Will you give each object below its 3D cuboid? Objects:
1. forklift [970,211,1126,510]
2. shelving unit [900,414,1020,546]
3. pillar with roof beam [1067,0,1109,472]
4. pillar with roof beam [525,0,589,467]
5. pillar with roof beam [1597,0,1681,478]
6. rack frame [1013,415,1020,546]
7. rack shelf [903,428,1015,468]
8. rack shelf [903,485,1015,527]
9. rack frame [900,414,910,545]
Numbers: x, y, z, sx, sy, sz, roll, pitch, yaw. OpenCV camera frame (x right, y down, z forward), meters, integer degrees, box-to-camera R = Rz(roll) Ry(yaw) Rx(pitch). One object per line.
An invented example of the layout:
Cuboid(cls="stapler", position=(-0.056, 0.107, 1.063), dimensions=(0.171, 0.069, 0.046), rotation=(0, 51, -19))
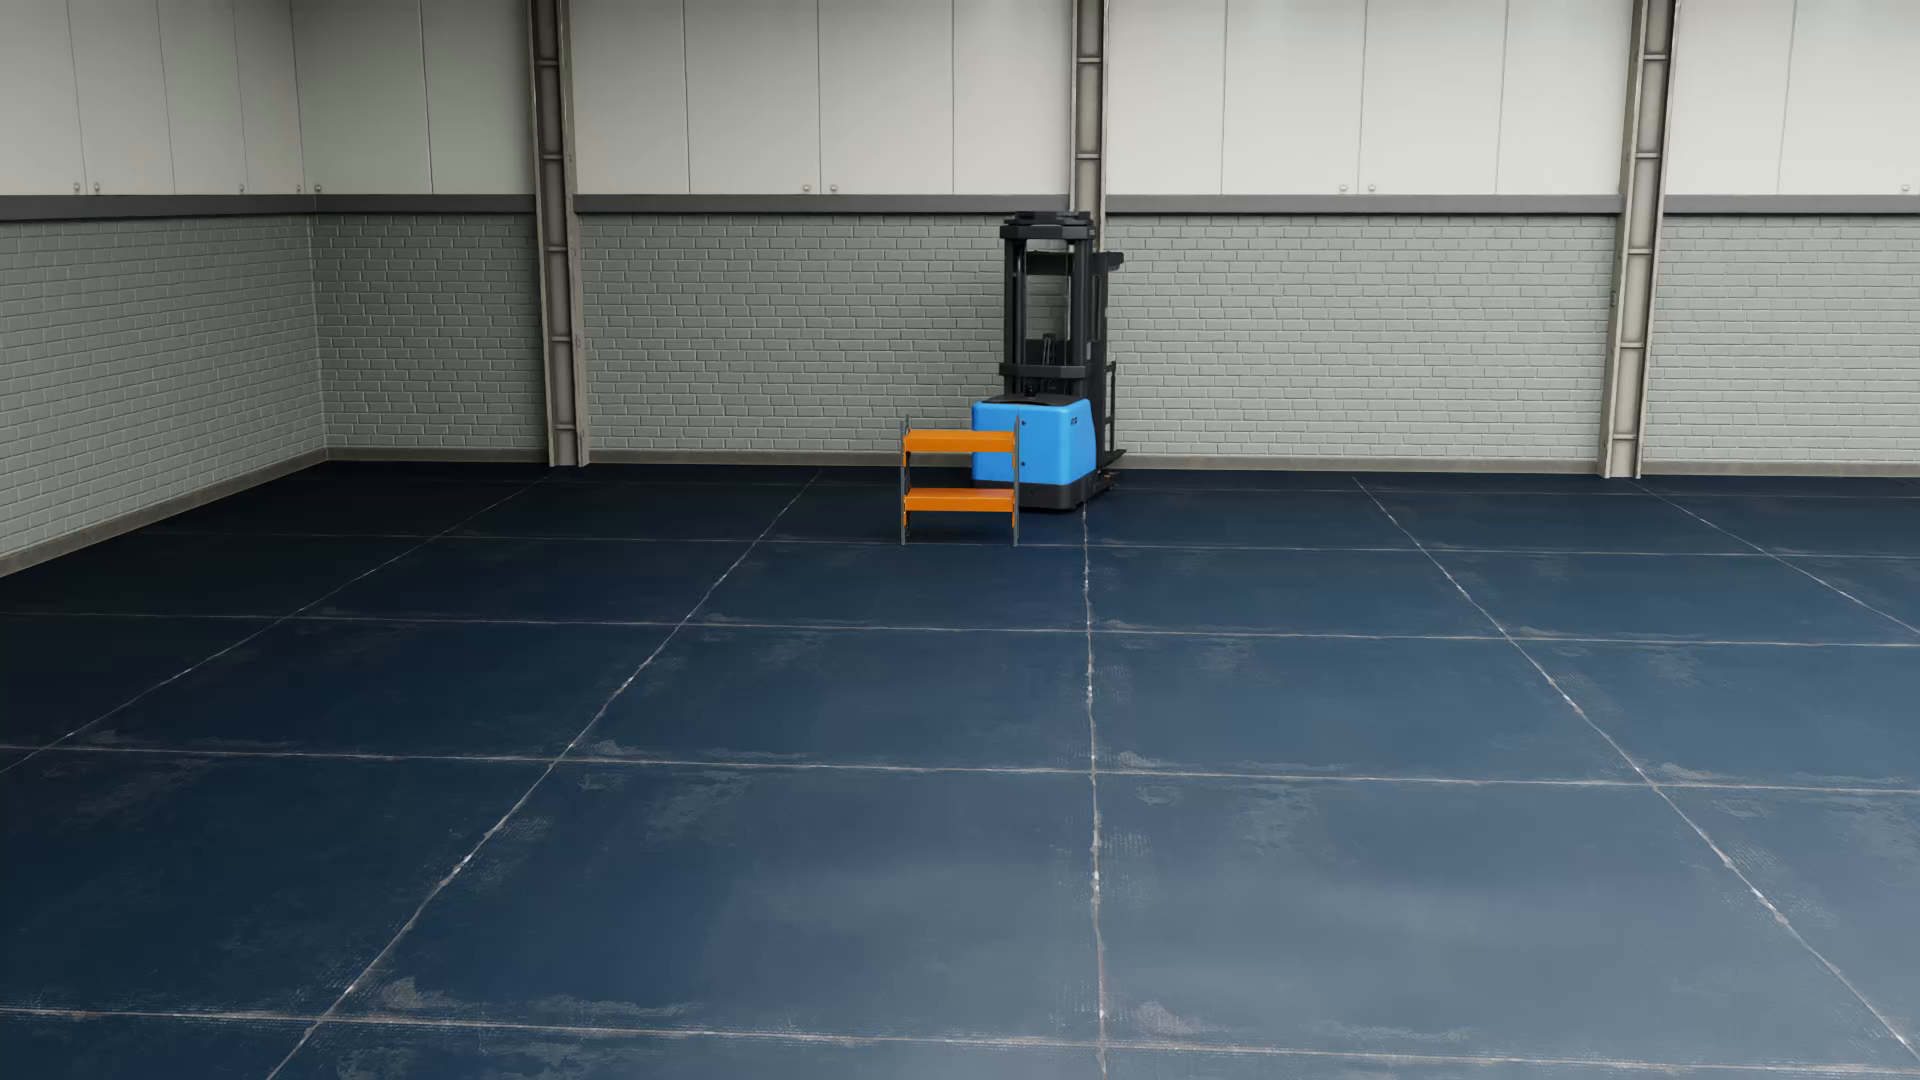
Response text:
Cuboid(cls="forklift", position=(1.081, -1.991, 17.607), dimensions=(1.130, 2.935, 3.031), rotation=(4, 13, 19))
Cuboid(cls="shelving unit", position=(0.007, -0.550, 15.134), dimensions=(1.048, 1.125, 0.538), rotation=(1, 12, 4))
Cuboid(cls="pillar with roof beam", position=(1.127, -4.328, 13.963), dimensions=(0.400, 9.000, 9.100), rotation=(1, 12, 4))
Cuboid(cls="pillar with roof beam", position=(-4.860, -4.410, 14.355), dimensions=(0.400, 9.000, 9.100), rotation=(1, 12, 4))
Cuboid(cls="pillar with roof beam", position=(7.113, -4.246, 13.570), dimensions=(0.400, 9.000, 9.100), rotation=(1, 12, 4))
Cuboid(cls="rack frame", position=(0.514, -0.544, 15.101), dimensions=(0.032, 1.125, 0.500), rotation=(1, 12, 4))
Cuboid(cls="rack shelf", position=(0.007, -0.837, 15.074), dimensions=(1.000, 0.278, 0.538), rotation=(1, 12, 4))
Cuboid(cls="rack shelf", position=(0.007, -0.311, 15.184), dimensions=(1.000, 0.278, 0.538), rotation=(1, 12, 4))
Cuboid(cls="rack frame", position=(-0.500, -0.557, 15.168), dimensions=(0.032, 1.125, 0.500), rotation=(1, 12, 4))
